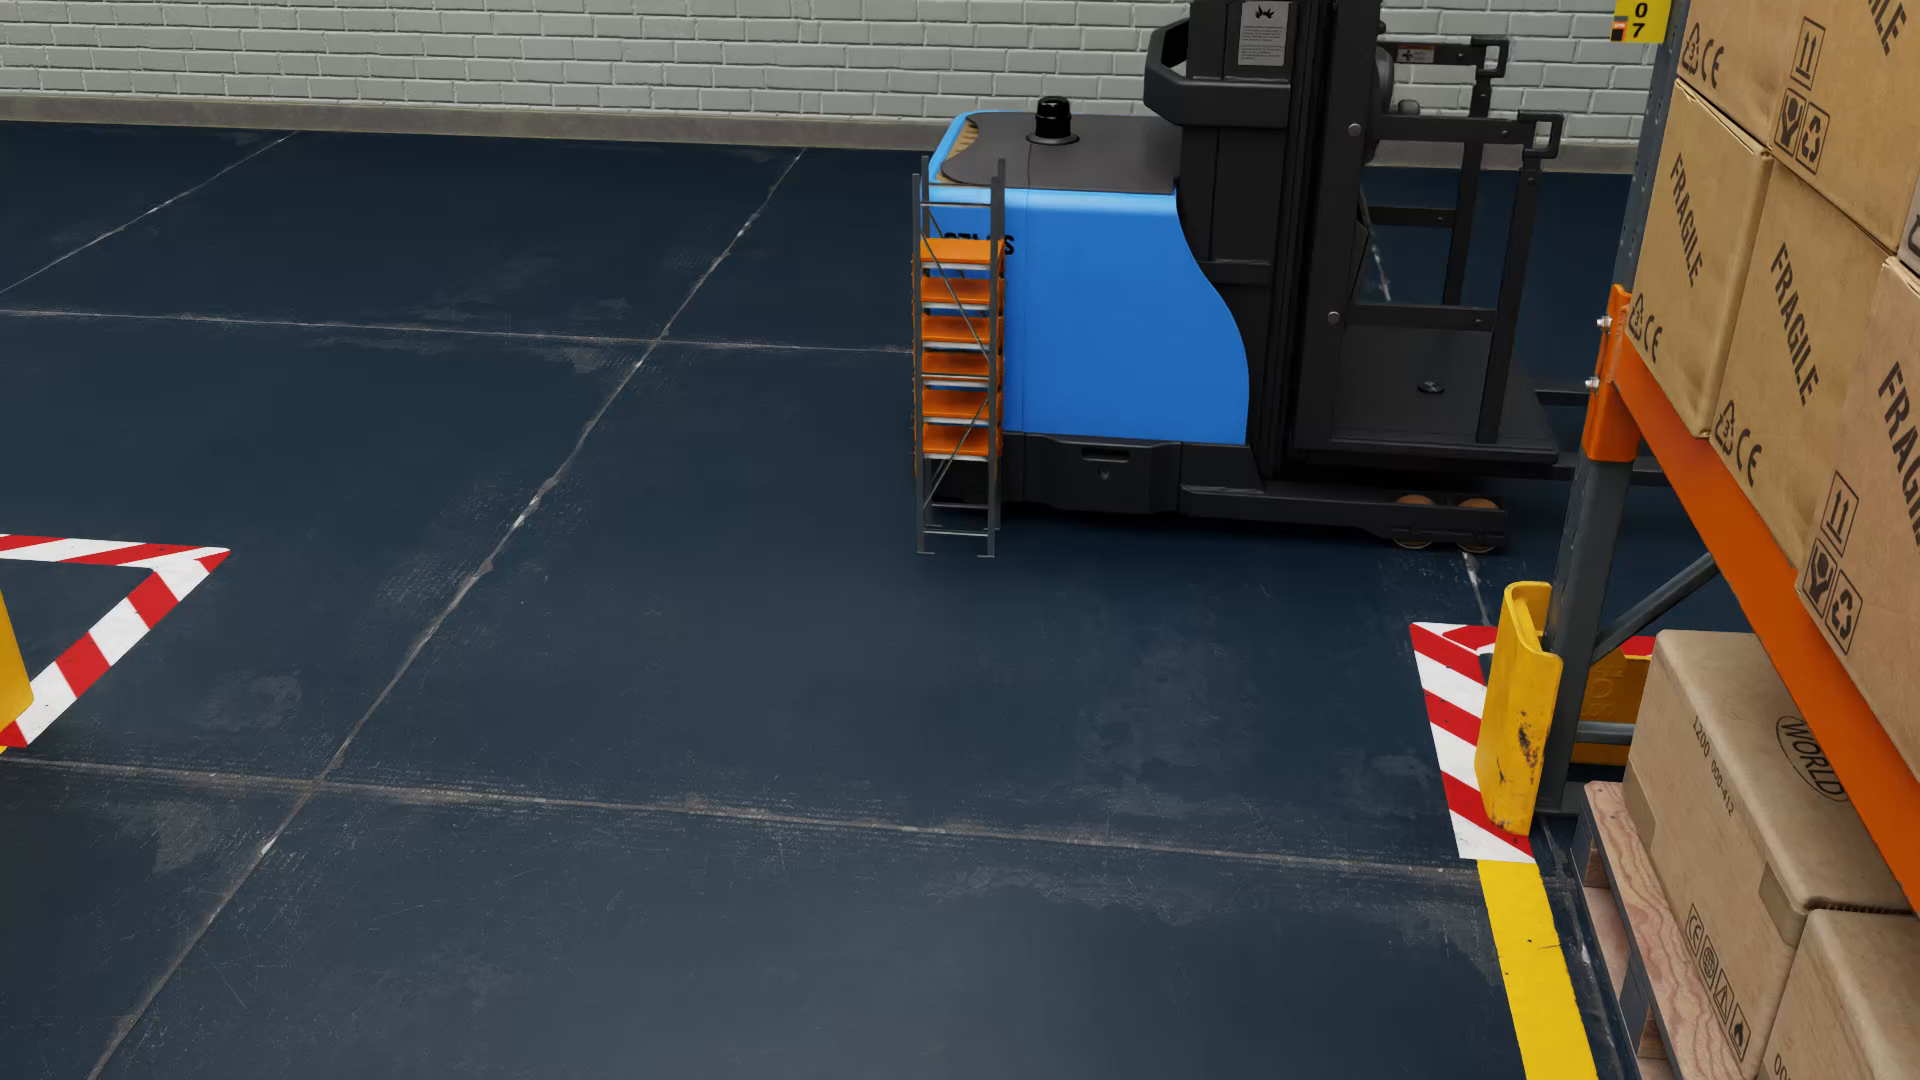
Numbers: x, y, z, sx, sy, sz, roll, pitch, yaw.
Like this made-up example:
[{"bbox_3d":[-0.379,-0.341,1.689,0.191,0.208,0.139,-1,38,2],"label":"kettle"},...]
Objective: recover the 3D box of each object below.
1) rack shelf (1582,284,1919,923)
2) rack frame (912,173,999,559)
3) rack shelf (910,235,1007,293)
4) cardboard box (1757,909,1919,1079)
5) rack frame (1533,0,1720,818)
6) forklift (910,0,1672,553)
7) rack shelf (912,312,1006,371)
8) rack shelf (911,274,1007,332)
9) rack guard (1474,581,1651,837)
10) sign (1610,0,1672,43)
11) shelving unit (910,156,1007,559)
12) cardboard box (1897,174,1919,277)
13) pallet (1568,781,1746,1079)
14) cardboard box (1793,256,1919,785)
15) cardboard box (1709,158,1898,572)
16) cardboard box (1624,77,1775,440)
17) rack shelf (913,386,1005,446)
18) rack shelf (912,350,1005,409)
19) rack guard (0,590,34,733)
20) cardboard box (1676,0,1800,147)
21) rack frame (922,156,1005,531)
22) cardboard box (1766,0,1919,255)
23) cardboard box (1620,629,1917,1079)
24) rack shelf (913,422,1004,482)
[{"bbox_3d":[1.618,0.600,1.733,1.077,0.370,4.000,3,28,6],"label":"rack shelf"},{"bbox_3d":[-0.013,-0.478,4.873,0.240,1.200,0.006,3,28,6],"label":"rack frame"},{"bbox_3d":[-0.002,-0.799,4.803,0.258,0.103,0.180,3,28,6],"label":"rack shelf"},{"bbox_3d":[1.777,1.032,2.430,0.875,0.438,0.875,4,29,8],"label":"cardboard box"},{"bbox_3d":[1.863,-0.658,3.310,1.000,3.000,0.127,3,28,6],"label":"rack frame"},{"bbox_3d":[1.401,-1.520,4.980,3.031,2.935,1.130,4,29,7],"label":"forklift"},{"bbox_3d":[-0.002,-0.588,4.917,0.258,0.103,0.180,3,28,6],"label":"rack shelf"},{"bbox_3d":[-0.002,-0.694,4.860,0.258,0.103,0.180,3,28,6],"label":"rack shelf"},{"bbox_3d":[1.866,0.431,3.923,1.175,0.500,0.348,3,28,6],"label":"rack guard"},{"bbox_3d":[1.313,-1.110,3.151,0.100,0.325,0.005,3,28,6],"label":"sign"},{"bbox_3d":[-0.002,-0.521,4.953,0.258,1.200,0.189,3,28,6],"label":"shelving unit"},{"bbox_3d":[1.410,-0.447,1.757,0.500,0.500,0.500,3,28,6],"label":"cardboard box"},{"bbox_3d":[1.842,0.950,3.264,1.003,0.211,1.213,3,28,6],"label":"pallet"},{"bbox_3d":[1.405,-0.015,2.010,0.500,0.500,0.500,3,28,6],"label":"cardboard box"},{"bbox_3d":[1.485,-0.254,2.453,0.500,0.500,0.500,3,28,5],"label":"cardboard box"},{"bbox_3d":[1.519,-0.493,2.898,0.500,0.500,0.500,3,28,6],"label":"cardboard box"},{"bbox_3d":[-0.002,-0.377,5.031,0.258,0.103,0.180,3,28,6],"label":"rack shelf"},{"bbox_3d":[-0.002,-0.482,4.974,0.258,0.103,0.180,3,28,6],"label":"rack shelf"},{"bbox_3d":[-3.072,0.238,4.282,1.175,0.500,0.348,3,28,6],"label":"rack guard"},{"bbox_3d":[1.521,-0.933,2.660,0.500,0.500,0.500,3,28,5],"label":"cardboard box"},{"bbox_3d":[0.009,-0.564,5.033,0.240,1.200,0.006,3,28,6],"label":"rack frame"},{"bbox_3d":[1.465,-0.690,2.208,0.500,0.500,0.500,3,28,5],"label":"cardboard box"},{"bbox_3d":[1.881,0.601,3.230,0.875,0.438,0.875,2,28,4],"label":"cardboard box"},{"bbox_3d":[-0.002,-0.271,5.088,0.258,0.103,0.180,3,28,6],"label":"rack shelf"}]
